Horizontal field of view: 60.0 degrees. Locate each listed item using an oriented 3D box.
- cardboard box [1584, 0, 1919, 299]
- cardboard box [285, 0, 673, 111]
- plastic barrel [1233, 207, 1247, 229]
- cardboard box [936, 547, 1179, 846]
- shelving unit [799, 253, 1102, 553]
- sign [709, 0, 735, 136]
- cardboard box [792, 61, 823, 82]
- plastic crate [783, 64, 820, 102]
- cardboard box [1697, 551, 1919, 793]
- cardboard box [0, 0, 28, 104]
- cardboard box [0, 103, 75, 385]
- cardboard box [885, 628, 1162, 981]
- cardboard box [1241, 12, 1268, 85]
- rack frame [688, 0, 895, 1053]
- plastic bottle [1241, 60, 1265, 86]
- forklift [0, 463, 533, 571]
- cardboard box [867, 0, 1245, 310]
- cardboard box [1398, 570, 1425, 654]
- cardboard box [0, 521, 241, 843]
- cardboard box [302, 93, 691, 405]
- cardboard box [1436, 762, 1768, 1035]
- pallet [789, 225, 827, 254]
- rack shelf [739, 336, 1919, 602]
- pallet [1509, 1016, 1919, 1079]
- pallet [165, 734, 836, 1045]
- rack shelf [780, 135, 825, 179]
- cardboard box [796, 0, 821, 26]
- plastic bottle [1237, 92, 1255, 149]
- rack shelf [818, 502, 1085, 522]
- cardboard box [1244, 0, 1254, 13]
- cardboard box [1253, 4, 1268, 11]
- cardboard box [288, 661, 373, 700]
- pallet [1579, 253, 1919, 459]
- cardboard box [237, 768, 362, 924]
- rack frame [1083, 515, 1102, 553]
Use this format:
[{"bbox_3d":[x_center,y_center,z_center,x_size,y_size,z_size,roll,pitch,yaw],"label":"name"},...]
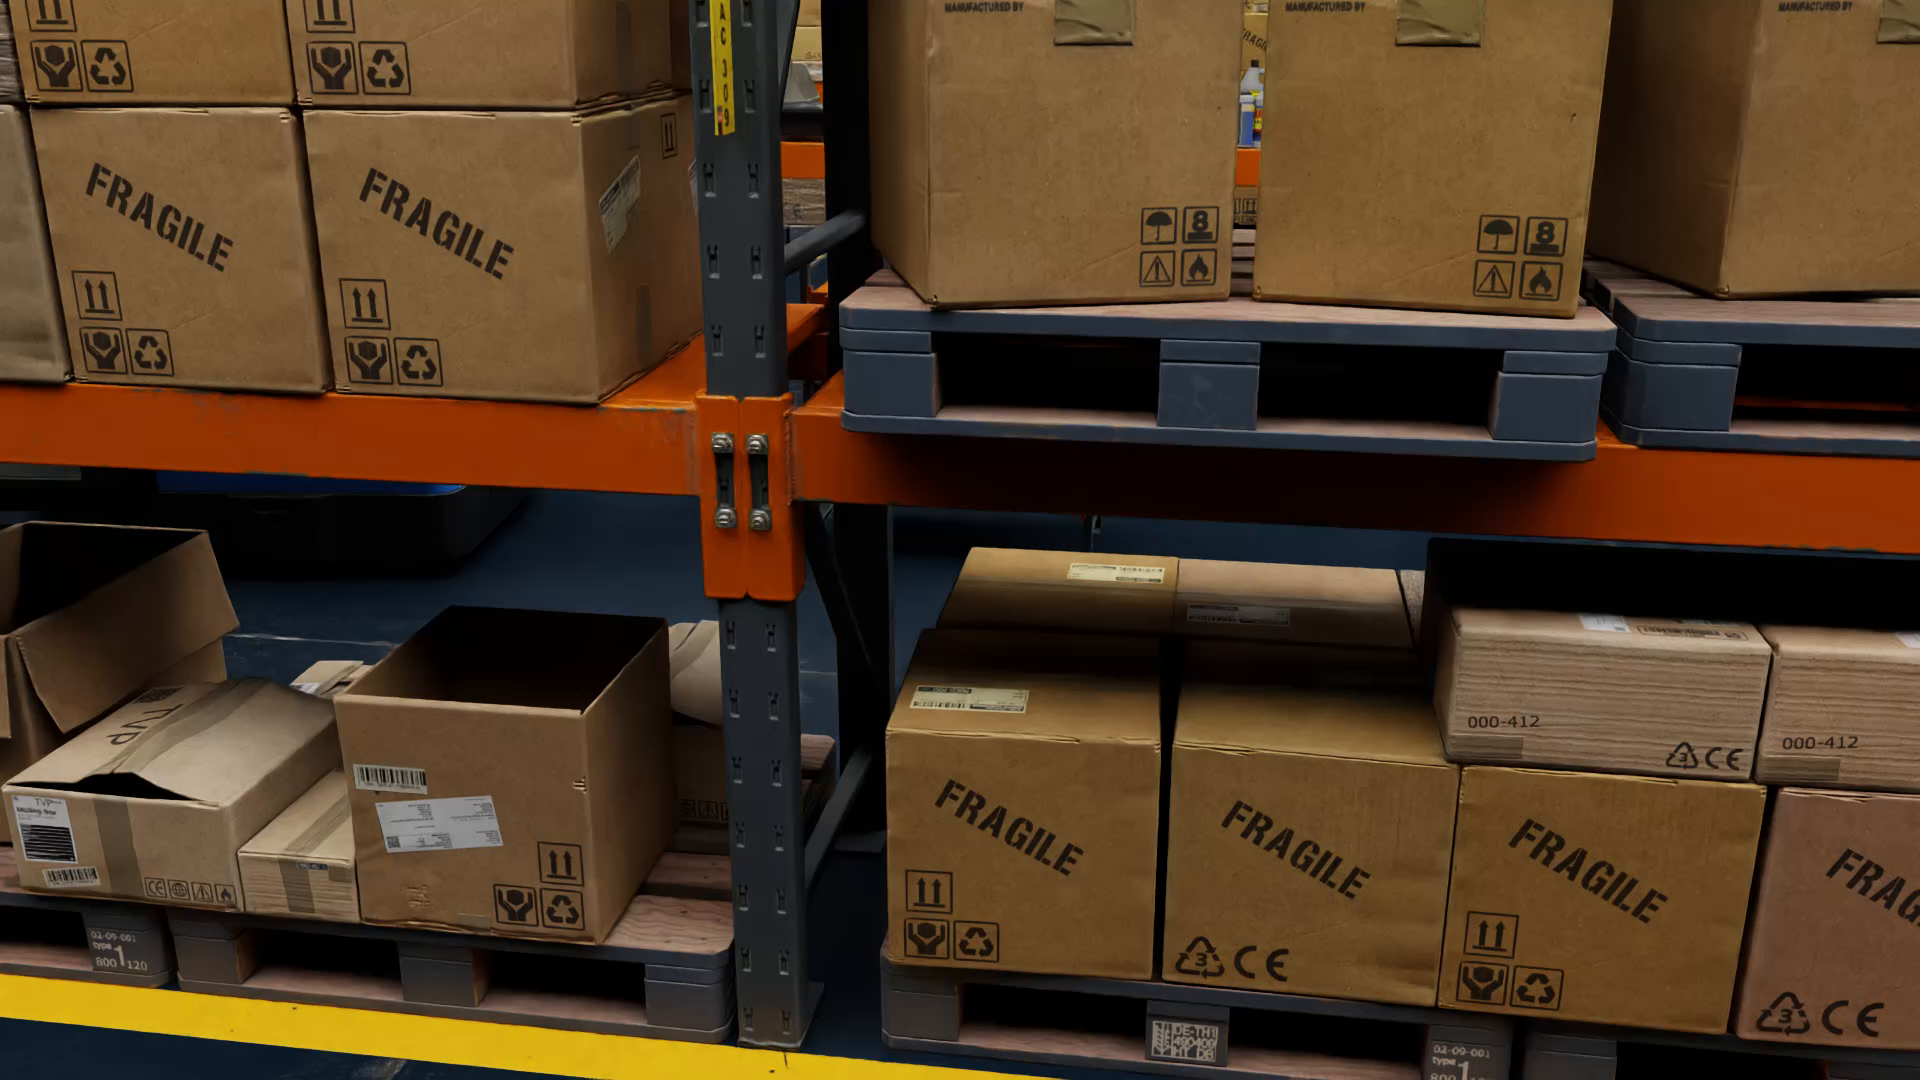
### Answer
[{"bbox_3d":[1.455,-0.747,2.990,0.500,0.500,0.700,-2,19,-5],"label":"cardboard box"},{"bbox_3d":[-0.840,-1.036,2.939,0.500,0.500,0.500,3,19,9],"label":"cardboard box"},{"bbox_3d":[1.025,-1.293,8.086,0.708,0.901,0.600,3,19,9],"label":"plastic barrel"},{"bbox_3d":[0.234,0.342,3.801,0.500,0.500,0.500,3,19,8],"label":"cardboard box"},{"bbox_3d":[-0.007,-0.534,6.126,1.048,1.125,0.538,3,19,9],"label":"shelving unit"},{"bbox_3d":[-0.378,-0.810,2.634,0.005,0.325,0.100,3,19,9],"label":"sign"},{"bbox_3d":[-1.106,-3.571,12.643,0.250,0.149,0.380,3,19,8],"label":"cardboard box"},{"bbox_3d":[-0.988,-2.229,8.329,0.530,0.282,0.437,3,19,9],"label":"plastic crate"},{"bbox_3d":[1.622,0.227,2.962,0.500,0.250,0.500,3,19,8],"label":"cardboard box"},{"bbox_3d":[-1.843,-1.087,3.090,0.500,0.500,0.500,3,19,9],"label":"cardboard box"},{"bbox_3d":[-1.850,-0.613,3.251,0.500,0.500,0.500,3,19,10],"label":"cardboard box"},{"bbox_3d":[0.140,0.507,3.306,0.500,0.500,0.500,2,19,6],"label":"cardboard box"},{"bbox_3d":[2.187,-3.595,12.161,0.500,0.500,0.500,3,19,9],"label":"cardboard box"},{"bbox_3d":[-0.299,-0.570,3.280,0.127,3.000,1.000,3,19,9],"label":"rack frame"},{"bbox_3d":[1.450,-2.155,8.093,0.185,0.351,0.144,3,19,9],"label":"plastic bottle"},{"bbox_3d":[-3.243,-1.435,5.971,3.031,2.935,1.130,1,19,2],"label":"forklift"},{"bbox_3d":[0.133,-0.723,2.917,0.500,0.500,0.700,-3,19,-10],"label":"cardboard box"},{"bbox_3d":[1.215,0.394,3.643,0.500,0.500,0.500,3,19,9],"label":"cardboard box"},{"bbox_3d":[-2.155,0.312,3.884,0.637,0.503,0.797,3,19,9],"label":"cardboard box"},{"bbox_3d":[-0.833,-0.562,3.099,0.500,0.500,0.500,3,19,10],"label":"cardboard box"},{"bbox_3d":[1.160,0.558,3.154,0.500,0.500,0.500,3,19,9],"label":"cardboard box"},{"bbox_3d":[-0.671,-2.475,13.366,1.213,0.211,1.003,3,19,9],"label":"pallet"},{"bbox_3d":[1.676,-0.128,3.093,4.000,0.370,1.077,3,19,9],"label":"rack shelf"},{"bbox_3d":[1.718,0.842,3.454,1.213,0.211,1.003,3,19,9],"label":"pallet"},{"bbox_3d":[-0.977,0.717,3.827,1.213,0.211,1.003,3,19,9],"label":"pallet"},{"bbox_3d":[-1.484,-1.881,8.333,4.000,0.370,1.077,3,19,9],"label":"rack shelf"},{"bbox_3d":[-1.236,-4.142,12.542,0.500,0.500,0.500,2,19,7],"label":"cardboard box"},{"bbox_3d":[1.248,-1.902,7.456,0.135,0.276,0.152,3,19,9],"label":"plastic bottle"},{"bbox_3d":[-0.007,-0.302,6.203,1.000,0.278,0.538,3,19,9],"label":"rack shelf"},{"bbox_3d":[1.908,-4.167,12.292,0.637,0.503,0.797,2,19,7],"label":"cardboard box"},{"bbox_3d":[2.989,-5.254,16.545,0.250,0.149,0.380,3,19,10],"label":"cardboard box"},{"bbox_3d":[-1.535,0.435,4.046,0.250,0.166,0.380,3,19,9],"label":"cardboard box"},{"bbox_3d":[1.729,-0.374,2.997,1.213,0.211,1.003,3,19,9],"label":"pallet"},{"bbox_3d":[-1.286,0.633,3.483,0.250,0.149,0.380,3,19,9],"label":"cardboard box"},{"bbox_3d":[0.495,-0.508,6.049,0.032,1.125,0.500,3,19,9],"label":"rack frame"}]
